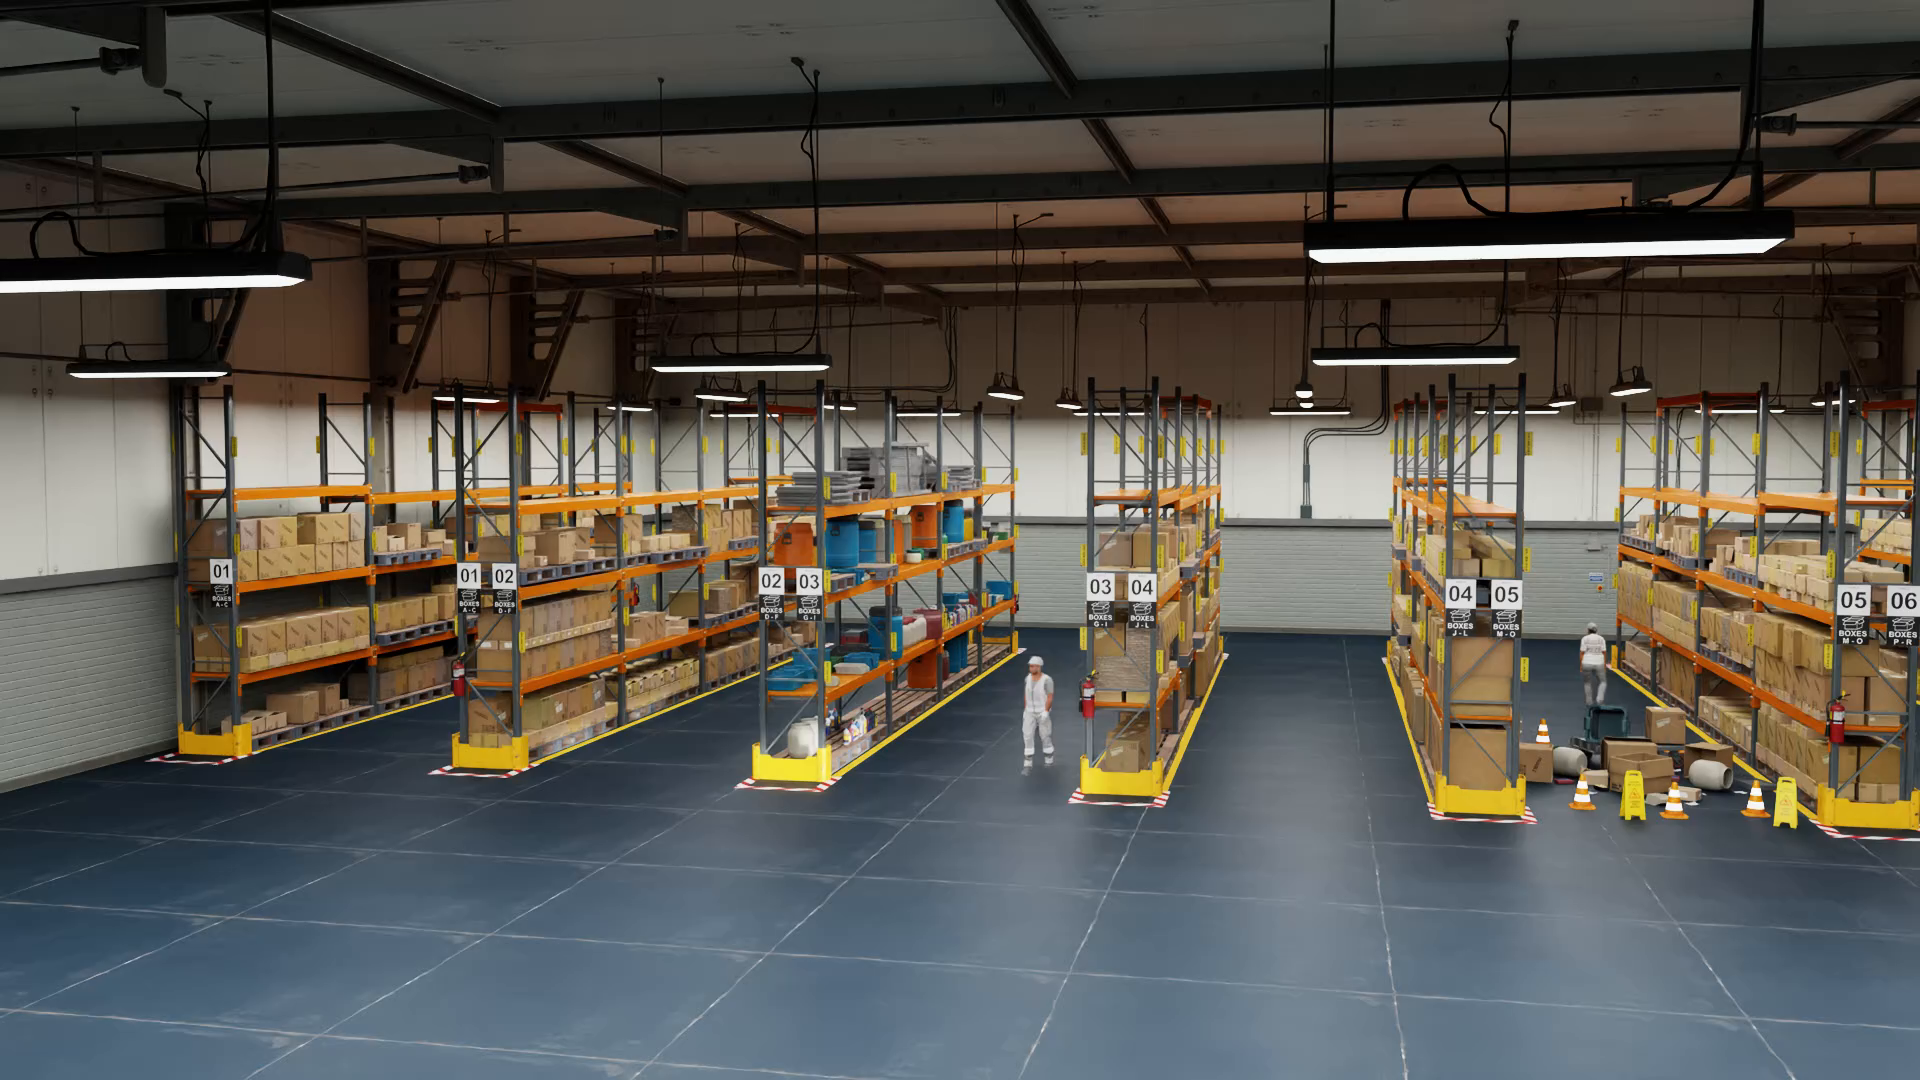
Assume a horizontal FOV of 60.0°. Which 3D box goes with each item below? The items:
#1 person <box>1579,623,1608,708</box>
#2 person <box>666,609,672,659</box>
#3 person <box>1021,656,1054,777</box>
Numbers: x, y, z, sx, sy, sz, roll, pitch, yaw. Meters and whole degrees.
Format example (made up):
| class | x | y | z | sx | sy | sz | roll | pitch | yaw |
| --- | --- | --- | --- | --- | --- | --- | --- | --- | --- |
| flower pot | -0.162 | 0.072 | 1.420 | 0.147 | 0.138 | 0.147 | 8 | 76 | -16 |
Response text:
| class | x | y | z | sx | sy | sz | roll | pitch | yaw |
| --- | --- | --- | --- | --- | --- | --- | --- | --- | --- |
| person | 12.077 | 2.407 | 31.668 | 0.537 | 1.660 | 0.522 | 1 | 3 | 14 |
| person | -6.453 | 2.076 | 37.824 | 0.524 | 1.580 | 1.032 | 1 | 3 | 10 |
| person | 1.152 | 2.685 | 25.548 | 0.576 | 1.791 | 0.811 | 2 | 4 | 31 |
